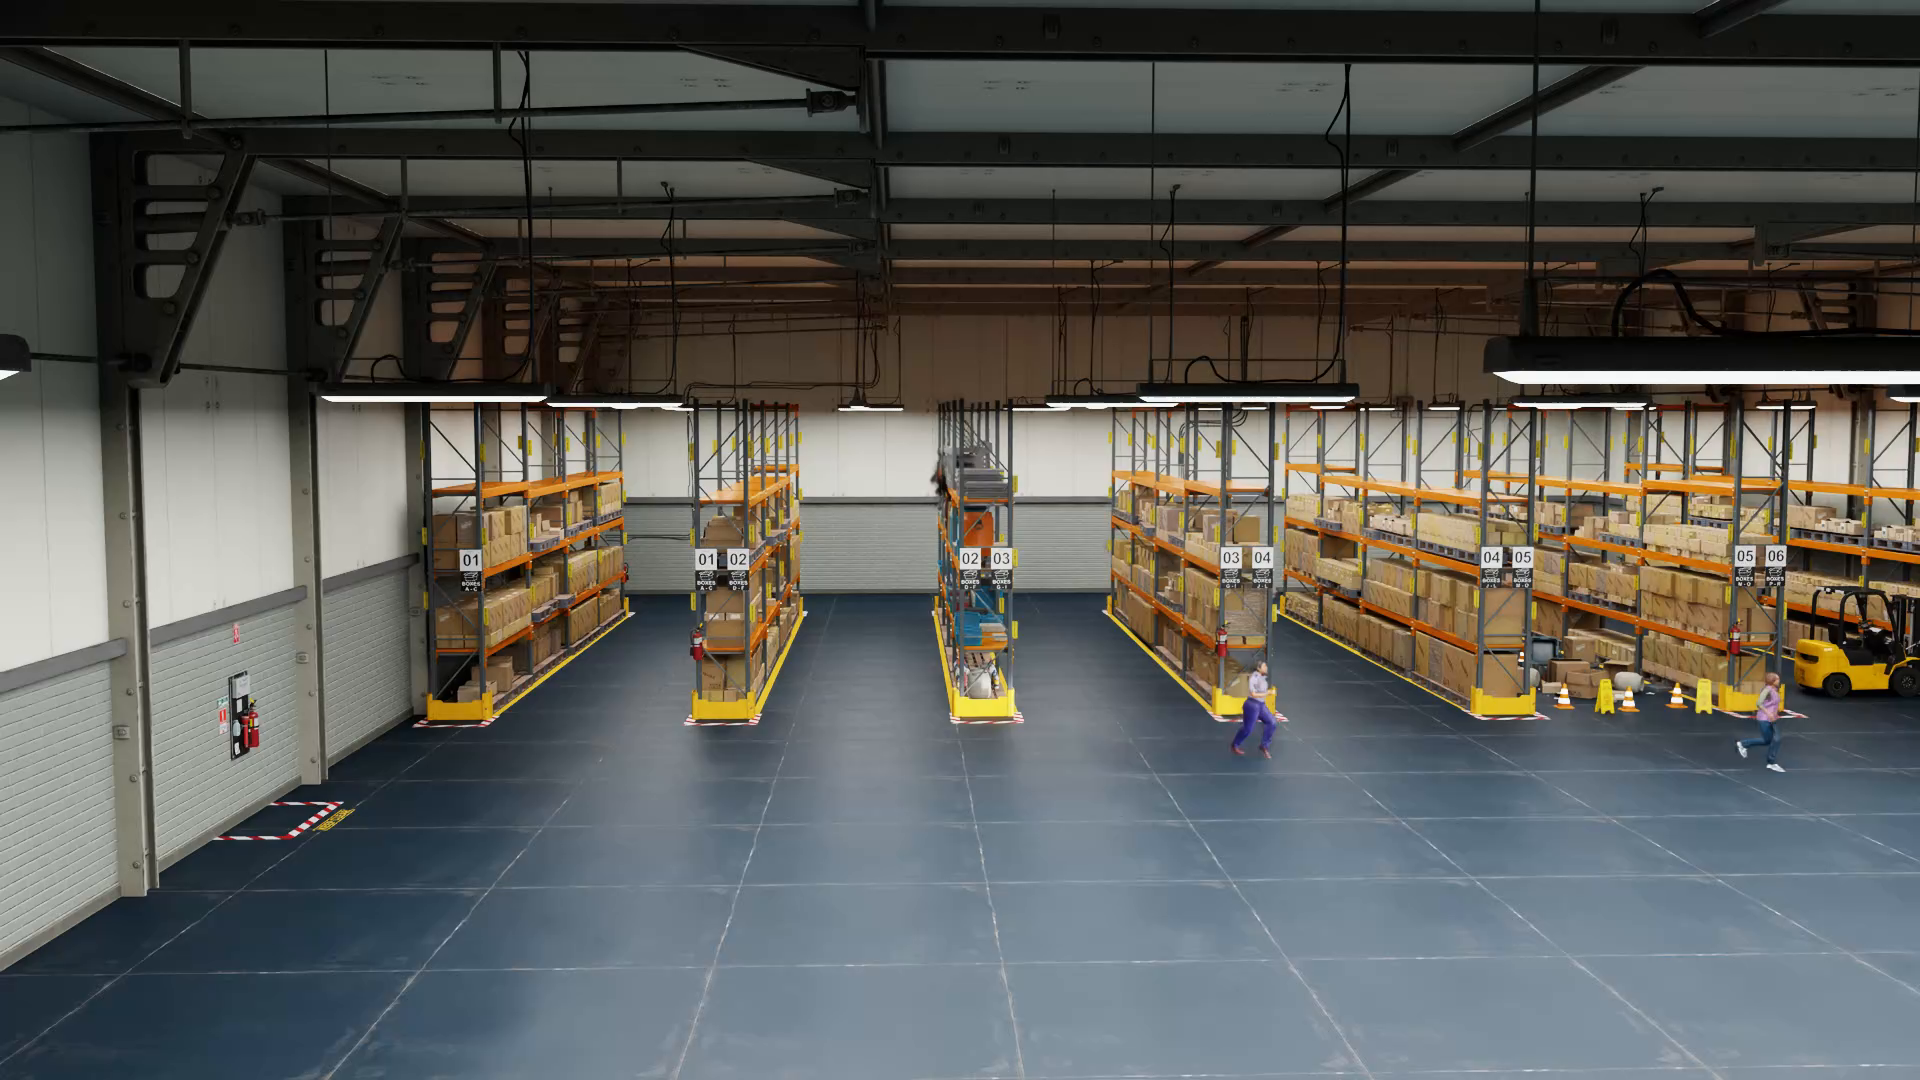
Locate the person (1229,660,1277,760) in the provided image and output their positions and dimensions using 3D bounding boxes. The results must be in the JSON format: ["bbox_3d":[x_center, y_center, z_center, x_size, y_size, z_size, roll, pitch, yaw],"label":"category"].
[{"bbox_3d":[4.876,2.826,27.631,0.822,1.659,0.626,3,5,32],"label":"person"}]

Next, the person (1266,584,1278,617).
[{"bbox_3d":[7.564,1.699,41.356,0.668,1.840,0.788,0,4,-4],"label":"person"}]

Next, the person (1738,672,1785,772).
[{"bbox_3d":[13.002,2.914,26.862,0.710,1.582,0.566,4,6,44],"label":"person"}]
